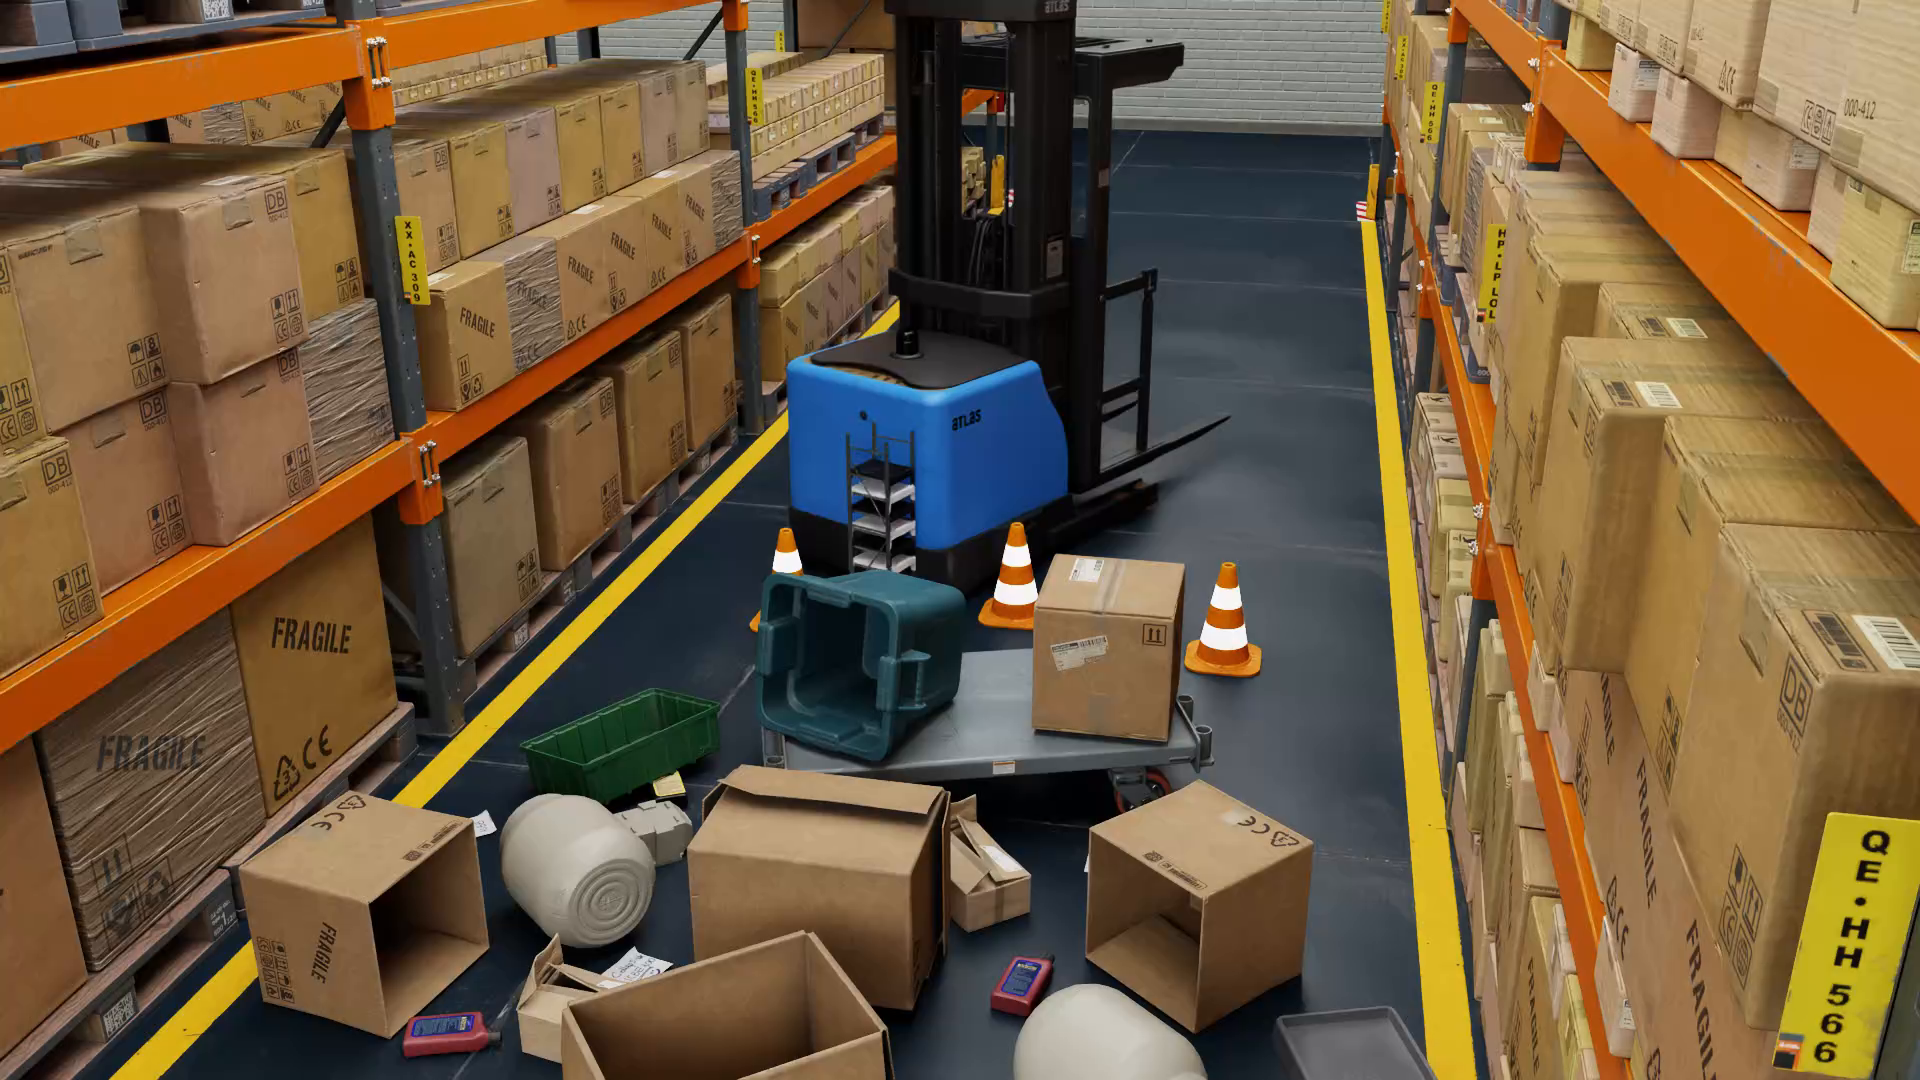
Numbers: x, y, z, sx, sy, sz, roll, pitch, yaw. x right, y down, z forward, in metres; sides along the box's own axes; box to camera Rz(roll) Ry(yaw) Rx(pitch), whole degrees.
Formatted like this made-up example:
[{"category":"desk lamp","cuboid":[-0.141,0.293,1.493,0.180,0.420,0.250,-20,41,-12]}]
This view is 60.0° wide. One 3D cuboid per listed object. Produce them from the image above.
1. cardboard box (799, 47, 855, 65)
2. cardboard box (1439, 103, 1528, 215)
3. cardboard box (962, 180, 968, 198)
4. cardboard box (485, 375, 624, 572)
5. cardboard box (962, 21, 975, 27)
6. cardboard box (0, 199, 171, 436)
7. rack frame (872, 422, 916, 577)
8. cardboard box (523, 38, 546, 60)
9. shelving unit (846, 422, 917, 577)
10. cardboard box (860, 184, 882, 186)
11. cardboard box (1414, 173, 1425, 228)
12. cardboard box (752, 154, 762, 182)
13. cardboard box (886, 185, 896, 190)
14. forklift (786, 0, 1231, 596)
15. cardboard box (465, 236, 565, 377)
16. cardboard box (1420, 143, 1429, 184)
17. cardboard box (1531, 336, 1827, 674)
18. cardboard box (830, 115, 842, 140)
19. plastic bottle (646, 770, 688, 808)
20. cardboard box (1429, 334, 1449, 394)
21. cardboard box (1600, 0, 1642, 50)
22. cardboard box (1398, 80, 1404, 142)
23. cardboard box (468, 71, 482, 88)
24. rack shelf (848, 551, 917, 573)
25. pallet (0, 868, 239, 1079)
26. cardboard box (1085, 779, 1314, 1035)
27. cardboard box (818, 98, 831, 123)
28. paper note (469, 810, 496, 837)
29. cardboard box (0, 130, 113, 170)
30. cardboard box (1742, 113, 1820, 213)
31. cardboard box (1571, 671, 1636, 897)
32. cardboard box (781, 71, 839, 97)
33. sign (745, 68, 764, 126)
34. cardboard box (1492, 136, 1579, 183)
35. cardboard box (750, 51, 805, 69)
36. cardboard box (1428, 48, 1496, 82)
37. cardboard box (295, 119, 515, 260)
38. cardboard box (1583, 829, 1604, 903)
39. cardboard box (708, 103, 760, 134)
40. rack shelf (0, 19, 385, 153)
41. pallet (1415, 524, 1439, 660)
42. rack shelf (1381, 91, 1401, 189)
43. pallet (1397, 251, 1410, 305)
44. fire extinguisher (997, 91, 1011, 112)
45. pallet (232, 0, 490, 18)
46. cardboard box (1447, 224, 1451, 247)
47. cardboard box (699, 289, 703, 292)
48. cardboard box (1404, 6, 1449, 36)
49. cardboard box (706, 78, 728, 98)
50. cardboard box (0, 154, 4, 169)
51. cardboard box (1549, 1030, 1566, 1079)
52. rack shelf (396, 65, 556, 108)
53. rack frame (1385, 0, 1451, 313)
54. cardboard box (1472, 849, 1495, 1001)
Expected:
[{"category":"cardboard box","cuboid":[-1.105,-3.940,14.090,0.500,0.500,0.500,4,22,11]},{"category":"cardboard box","cuboid":[2.804,-1.987,8.677,0.500,0.500,0.500,4,22,9]},{"category":"cardboard box","cuboid":[-0.137,-3.436,16.225,0.380,0.149,0.250,5,22,12]},{"category":"cardboard box","cuboid":[-2.321,-0.369,8.205,1.050,0.750,0.750,4,22,11]},{"category":"cardboard box","cuboid":[-0.162,-5.106,15.647,0.500,0.500,0.500,6,23,14]},{"category":"cardboard box","cuboid":[-2.912,-0.673,4.863,0.875,0.550,0.550,4,22,11]},{"category":"rack frame","cuboid":[-0.314,-0.112,7.926,0.240,0.900,0.006,14,26,31]},{"category":"cardboard box","cuboid":[-4.785,-5.307,17.817,0.500,0.250,0.500,4,22,10]},{"category":"shelving unit","cuboid":[-0.369,-0.080,7.847,0.258,0.900,0.210,14,26,31]},{"category":"cardboard box","cuboid":[-0.923,-3.133,15.075,0.380,0.149,0.250,5,23,13]},{"category":"cardboard box","cuboid":[3.061,-2.078,10.198,0.500,0.250,0.500,5,22,12]},{"category":"cardboard box","cuboid":[-1.455,-2.321,10.376,0.380,0.149,0.250,4,22,10]},{"category":"cardboard box","cuboid":[-0.506,-3.106,15.008,0.380,0.149,0.250,4,22,10]},{"category":"forklift","cuboid":[0.447,-1.563,8.811,1.130,2.935,3.031,17,27,36]},{"category":"cardboard box","cuboid":[-2.087,-1.035,7.274,0.500,0.500,0.500,5,22,11]},{"category":"cardboard box","cuboid":[3.074,-2.301,10.083,0.500,0.250,0.500,4,22,10]},{"category":"cardboard box","cuboid":[1.495,-0.059,3.115,0.700,0.500,0.500,4,22,10]},{"category":"cardboard box","cuboid":[-1.078,-2.999,12.059,0.380,0.149,0.250,5,23,13]},{"category":"plastic bottle","cuboid":[-1.139,0.947,6.420,0.133,0.061,0.283,-7,23,-17]},{"category":"cardboard box","cuboid":[3.345,-1.210,10.124,0.875,0.875,0.875,4,22,10]},{"category":"cardboard box","cuboid":[1.738,-1.240,3.704,0.500,0.250,0.500,5,22,11]},{"category":"cardboard box","cuboid":[3.783,-3.453,13.278,0.500,0.500,0.500,5,22,11]},{"category":"cardboard box","cuboid":[-5.009,-4.605,16.608,0.380,0.149,0.250,5,22,12]},{"category":"rack shelf","cuboid":[-0.370,0.118,7.926,0.258,0.077,0.200,14,26,31]},{"category":"pallet","cuboid":[-3.039,1.381,5.141,1.003,0.211,1.213,4,22,11]},{"category":"cardboard box","cuboid":[0.756,1.155,5.313,0.500,0.500,0.500,-16,27,-35]},{"category":"cardboard box","cuboid":[-1.136,-3.043,11.769,0.380,0.149,0.250,5,23,13]},{"category":"paper note","cuboid":[-1.811,1.060,6.180,0.147,0.020,0.142,-11,25,-26]},{"category":"cardboard box","cuboid":[-6.213,-2.713,11.441,0.500,0.500,0.500,5,22,12]},{"category":"cardboard box","cuboid":[1.517,-0.626,2.713,0.380,0.149,0.250,4,22,10]},{"category":"cardboard box","cuboid":[1.543,0.402,3.308,0.500,0.500,0.500,4,22,11]},{"category":"cardboard box","cuboid":[-1.085,-3.274,11.944,0.380,0.149,0.250,3,22,9]},{"category":"sign","cuboid":[-1.200,-2.591,9.721,0.100,0.325,0.005,4,22,11]},{"category":"cardboard box","cuboid":[2.340,-1.513,6.632,0.380,0.149,0.250,4,22,9]},{"category":"cardboard box","cuboid":[-1.458,-3.803,13.259,0.380,0.149,0.250,6,23,14]},{"category":"cardboard box","cuboid":[3.069,-2.662,9.975,0.500,0.500,0.500,5,22,12]},{"category":"cardboard box","cuboid":[-2.361,-1.512,7.121,0.700,0.500,0.500,4,22,10]},{"category":"cardboard box","cuboid":[1.550,0.662,3.532,0.380,0.149,0.250,4,22,10]},{"category":"cardboard box","cuboid":[-1.459,-2.605,10.284,0.380,0.149,0.250,4,22,11]},{"category":"rack shelf","cuboid":[-2.968,-0.958,4.165,1.077,0.370,4.000,4,22,11]},{"category":"pallet","cuboid":[2.711,0.270,7.902,1.003,0.211,1.213,4,22,11]},{"category":"rack shelf","cuboid":[4.347,-3.615,14.777,1.077,0.370,4.000,4,22,11]},{"category":"pallet","cuboid":[4.171,-2.196,14.023,1.003,0.211,1.213,4,22,11]},{"category":"fire extinguisher","cuboid":[0.392,-4.869,17.530,0.296,0.674,0.183,4,22,11]},{"category":"pallet","cuboid":[-2.421,-2.274,6.725,0.805,0.209,1.217,4,22,9]},{"category":"cardboard box","cuboid":[2.683,-1.531,8.413,0.380,0.149,0.250,3,22,7]},{"category":"cardboard box","cuboid":[-1.861,-1.748,10.959,0.500,0.250,0.500,4,22,10]},{"category":"cardboard box","cuboid":[3.765,-3.921,13.102,0.500,0.500,0.500,4,22,10]},{"category":"cardboard box","cuboid":[-1.827,-3.136,11.603,0.380,0.149,0.250,6,23,14]},{"category":"cardboard box","cuboid":[-6.721,-2.756,11.547,0.500,0.500,0.500,5,23,13]},{"category":"cardboard box","cuboid":[1.502,1.400,3.476,0.500,0.500,0.500,5,23,13]},{"category":"rack shelf","cuboid":[-5.354,-4.370,16.653,1.077,0.370,4.000,4,22,11]},{"category":"rack frame","cuboid":[3.939,-3.217,12.827,1.000,3.000,0.127,4,22,11]},{"category":"cardboard box","cuboid":[1.824,1.180,5.026,0.500,0.250,0.500,6,23,14]}]
